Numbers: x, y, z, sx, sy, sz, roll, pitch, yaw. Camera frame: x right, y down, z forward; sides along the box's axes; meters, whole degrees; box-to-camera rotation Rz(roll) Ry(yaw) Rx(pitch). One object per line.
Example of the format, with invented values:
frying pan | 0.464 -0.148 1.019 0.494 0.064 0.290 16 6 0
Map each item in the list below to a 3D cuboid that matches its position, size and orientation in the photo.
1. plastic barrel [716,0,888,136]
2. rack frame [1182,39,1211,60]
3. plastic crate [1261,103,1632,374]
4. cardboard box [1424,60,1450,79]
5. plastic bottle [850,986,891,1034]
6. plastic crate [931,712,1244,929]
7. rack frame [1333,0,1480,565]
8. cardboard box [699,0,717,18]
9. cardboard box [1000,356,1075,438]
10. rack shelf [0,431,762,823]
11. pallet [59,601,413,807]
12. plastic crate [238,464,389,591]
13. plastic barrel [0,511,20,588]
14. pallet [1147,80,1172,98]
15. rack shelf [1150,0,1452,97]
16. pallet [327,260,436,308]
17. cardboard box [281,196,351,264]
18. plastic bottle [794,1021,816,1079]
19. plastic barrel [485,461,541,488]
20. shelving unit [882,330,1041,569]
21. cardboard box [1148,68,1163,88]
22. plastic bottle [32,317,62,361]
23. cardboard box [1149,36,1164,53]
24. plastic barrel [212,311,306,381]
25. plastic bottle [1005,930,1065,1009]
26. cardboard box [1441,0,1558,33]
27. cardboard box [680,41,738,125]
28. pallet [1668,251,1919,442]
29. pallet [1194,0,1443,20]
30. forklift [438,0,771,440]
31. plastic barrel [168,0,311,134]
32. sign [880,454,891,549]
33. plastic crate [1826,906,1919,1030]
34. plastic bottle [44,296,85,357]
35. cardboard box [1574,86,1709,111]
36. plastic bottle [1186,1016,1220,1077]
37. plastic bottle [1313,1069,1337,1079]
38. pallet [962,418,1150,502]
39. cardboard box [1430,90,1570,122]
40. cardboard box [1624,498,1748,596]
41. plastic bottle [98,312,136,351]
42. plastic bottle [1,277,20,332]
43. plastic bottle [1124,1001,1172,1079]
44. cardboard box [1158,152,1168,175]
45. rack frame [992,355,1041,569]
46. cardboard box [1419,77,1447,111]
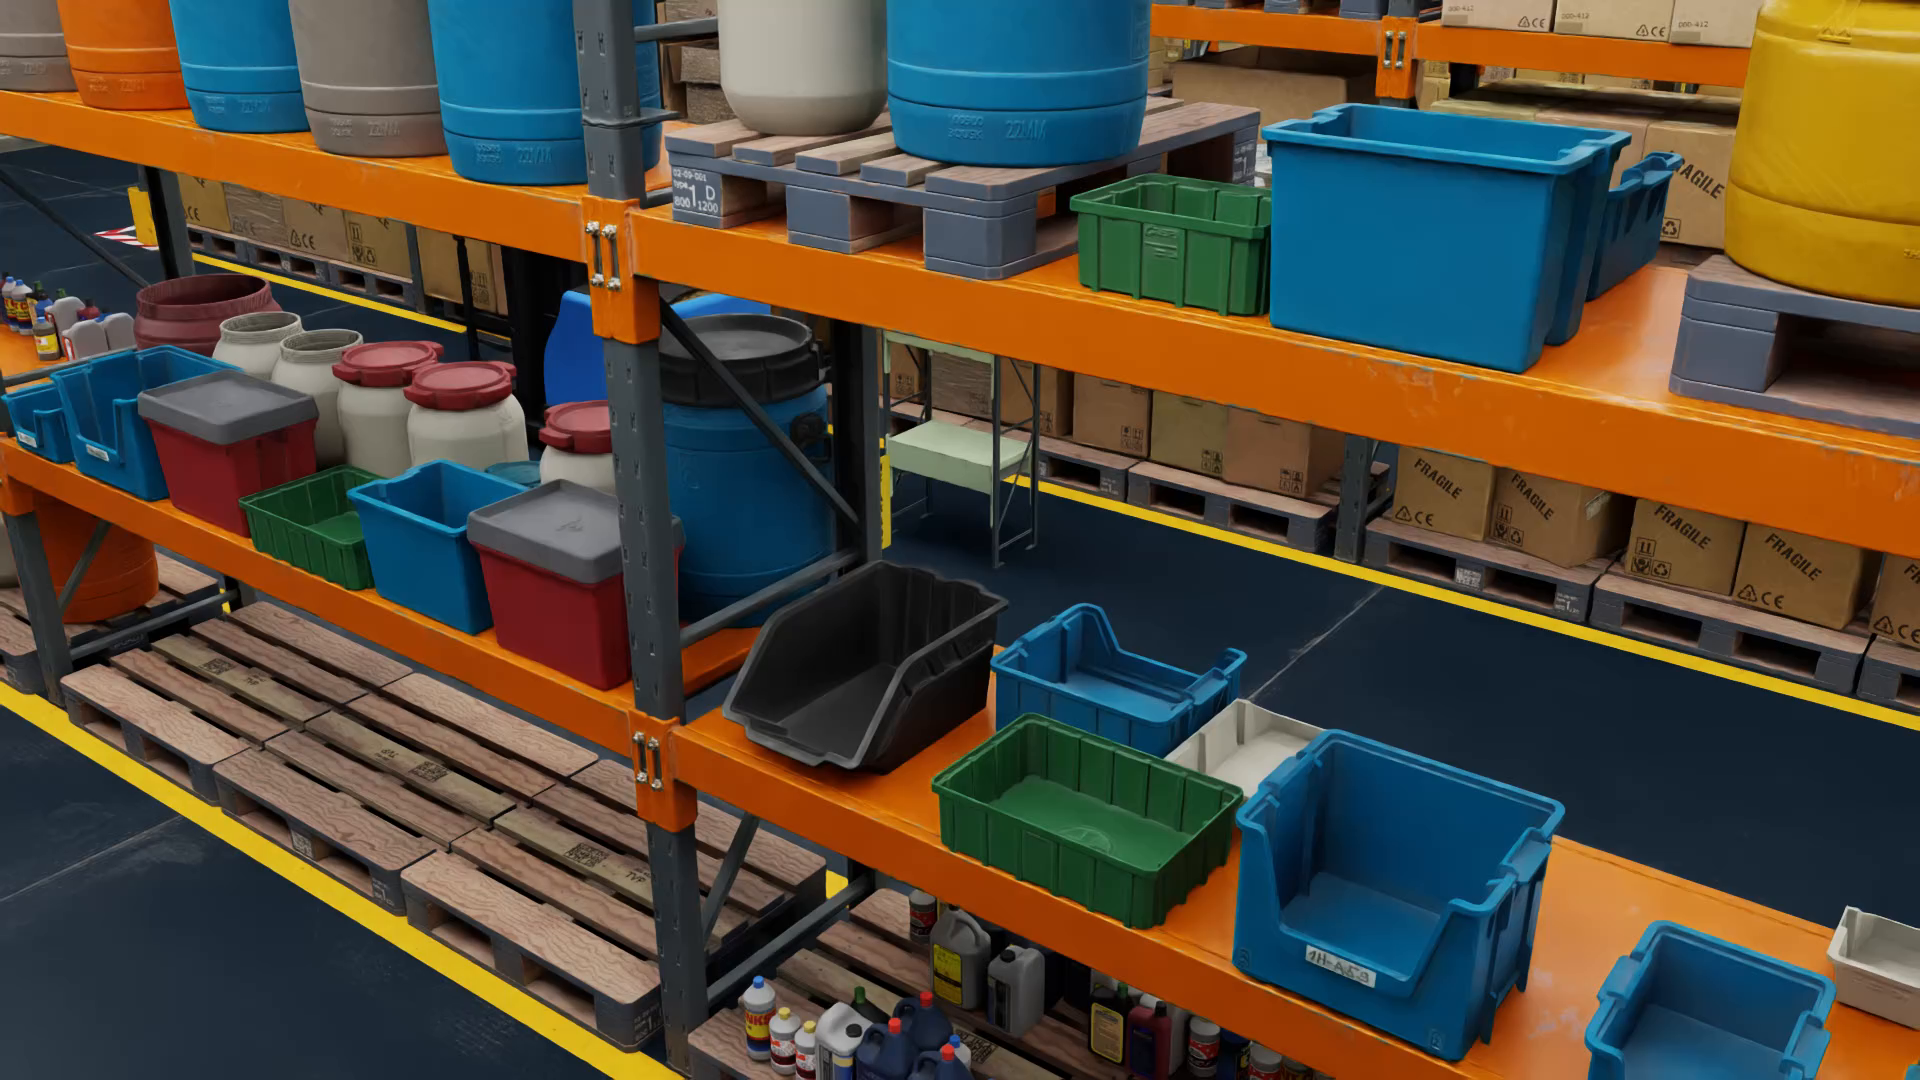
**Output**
plastic barrel | -0.374 -1.264 4.020 0.421 0.512 0.421 0 24 0
rack frame | 2.225 -3.957 14.510 0.127 3.000 1.000 17 29 33
plastic crate | 0.894 -0.578 3.141 0.575 0.384 0.392 17 29 33
cardboard box | 3.804 -3.980 13.198 0.500 0.500 0.700 16 29 33
plastic bottle | -0.270 1.479 4.996 0.133 0.283 0.061 17 29 33
plastic crate | 0.316 0.701 4.203 0.662 0.188 0.450 17 29 33
rack frame | 2.370 -1.414 8.739 0.127 3.000 1.000 17 29 33
cardboard box | -2.345 -5.379 17.244 0.500 0.500 0.500 17 29 33
cardboard box | 0.626 -1.018 10.395 0.500 0.500 0.700 20 31 38
rack shelf | -2.201 0.030 6.354 4.000 0.370 1.077 17 29 33
pallet | -3.205 0.693 7.416 1.213 0.211 1.003 17 29 33
plastic crate | -2.164 -0.049 5.904 0.662 0.188 0.450 17 29 33
plastic barrel | -4.709 -0.057 8.224 0.421 0.512 0.421 0 24 0
pallet | 1.590 -4.007 14.862 1.003 0.211 1.213 17 29 33
rack shelf | 0.769 -2.941 9.376 4.000 0.370 1.077 17 29 33
pallet | -4.593 -2.281 14.166 1.213 0.211 1.003 17 29 33
cardboard box | -5.232 -2.971 14.388 0.875 0.875 0.875 17 29 33
plastic bottle | -0.446 1.531 4.980 0.097 0.201 0.097 0 24 0
plastic barrel | -1.568 -0.122 5.978 0.301 0.262 0.301 0 24 0
shelving unit | 0.005 -0.685 8.944 0.755 1.500 0.431 17 29 33
cardboard box | 1.554 -4.005 14.411 0.250 0.149 0.380 17 29 34
plastic bottle | -4.384 -0.968 7.974 0.097 0.201 0.097 0 24 0
cardboard box | 1.557 -4.277 14.290 0.250 0.149 0.380 16 28 31
plastic barrel | -2.850 -0.654 6.876 0.421 0.512 0.421 0 24 0
plastic bottle | 0.241 1.304 5.309 0.185 0.351 0.144 15 28 31
cardboard box | 2.576 -2.526 7.730 0.500 0.250 0.500 16 28 31
cardboard box | -1.406 -3.068 11.125 0.637 0.503 0.797 18 29 35
pallet | 1.997 -0.366 2.875 1.213 0.211 1.003 17 29 33
pallet | 1.940 -2.884 8.588 1.003 0.211 1.213 17 29 33
forklift | -2.626 -2.184 10.573 3.031 2.935 1.130 18 29 35
plastic barrel | -2.185 -1.787 5.244 0.708 0.901 0.600 17 29 33
sign | -0.262 -0.117 5.453 0.005 0.325 0.100 17 29 33
plastic crate | 2.077 0.952 3.696 0.250 0.136 0.298 17 29 33
plastic bottle | -4.324 -1.047 8.060 0.135 0.276 0.152 17 29 33
cardboard box | 3.296 -1.913 8.138 0.500 0.500 0.500 17 29 33
plastic bottle | 0.738 1.511 5.025 0.097 0.201 0.097 0 24 0
plastic bottle | 1.062 1.577 4.789 0.097 0.271 0.097 0 24 0
pallet | 0.765 -0.620 10.396 1.213 0.211 1.003 17 29 33
cardboard box | 2.577 -1.862 8.024 0.500 0.500 0.500 17 29 33
cardboard box | 3.673 -0.092 8.317 0.500 0.500 0.500 14 27 29
plastic bottle | -3.954 -0.935 7.806 0.135 0.276 0.152 17 29 33
plastic bottle | -4.770 -1.193 8.398 0.097 0.271 0.097 0 24 0
plastic bottle | 0.564 1.488 4.975 0.133 0.283 0.061 17 29 33
cardboard box | 0.927 -2.043 9.517 0.637 0.503 0.797 20 31 38
rack frame | 0.298 -0.596 8.743 0.023 1.500 0.400 17 29 33
cardboard box | 3.631 -3.442 13.217 0.500 0.500 0.500 16 29 33
